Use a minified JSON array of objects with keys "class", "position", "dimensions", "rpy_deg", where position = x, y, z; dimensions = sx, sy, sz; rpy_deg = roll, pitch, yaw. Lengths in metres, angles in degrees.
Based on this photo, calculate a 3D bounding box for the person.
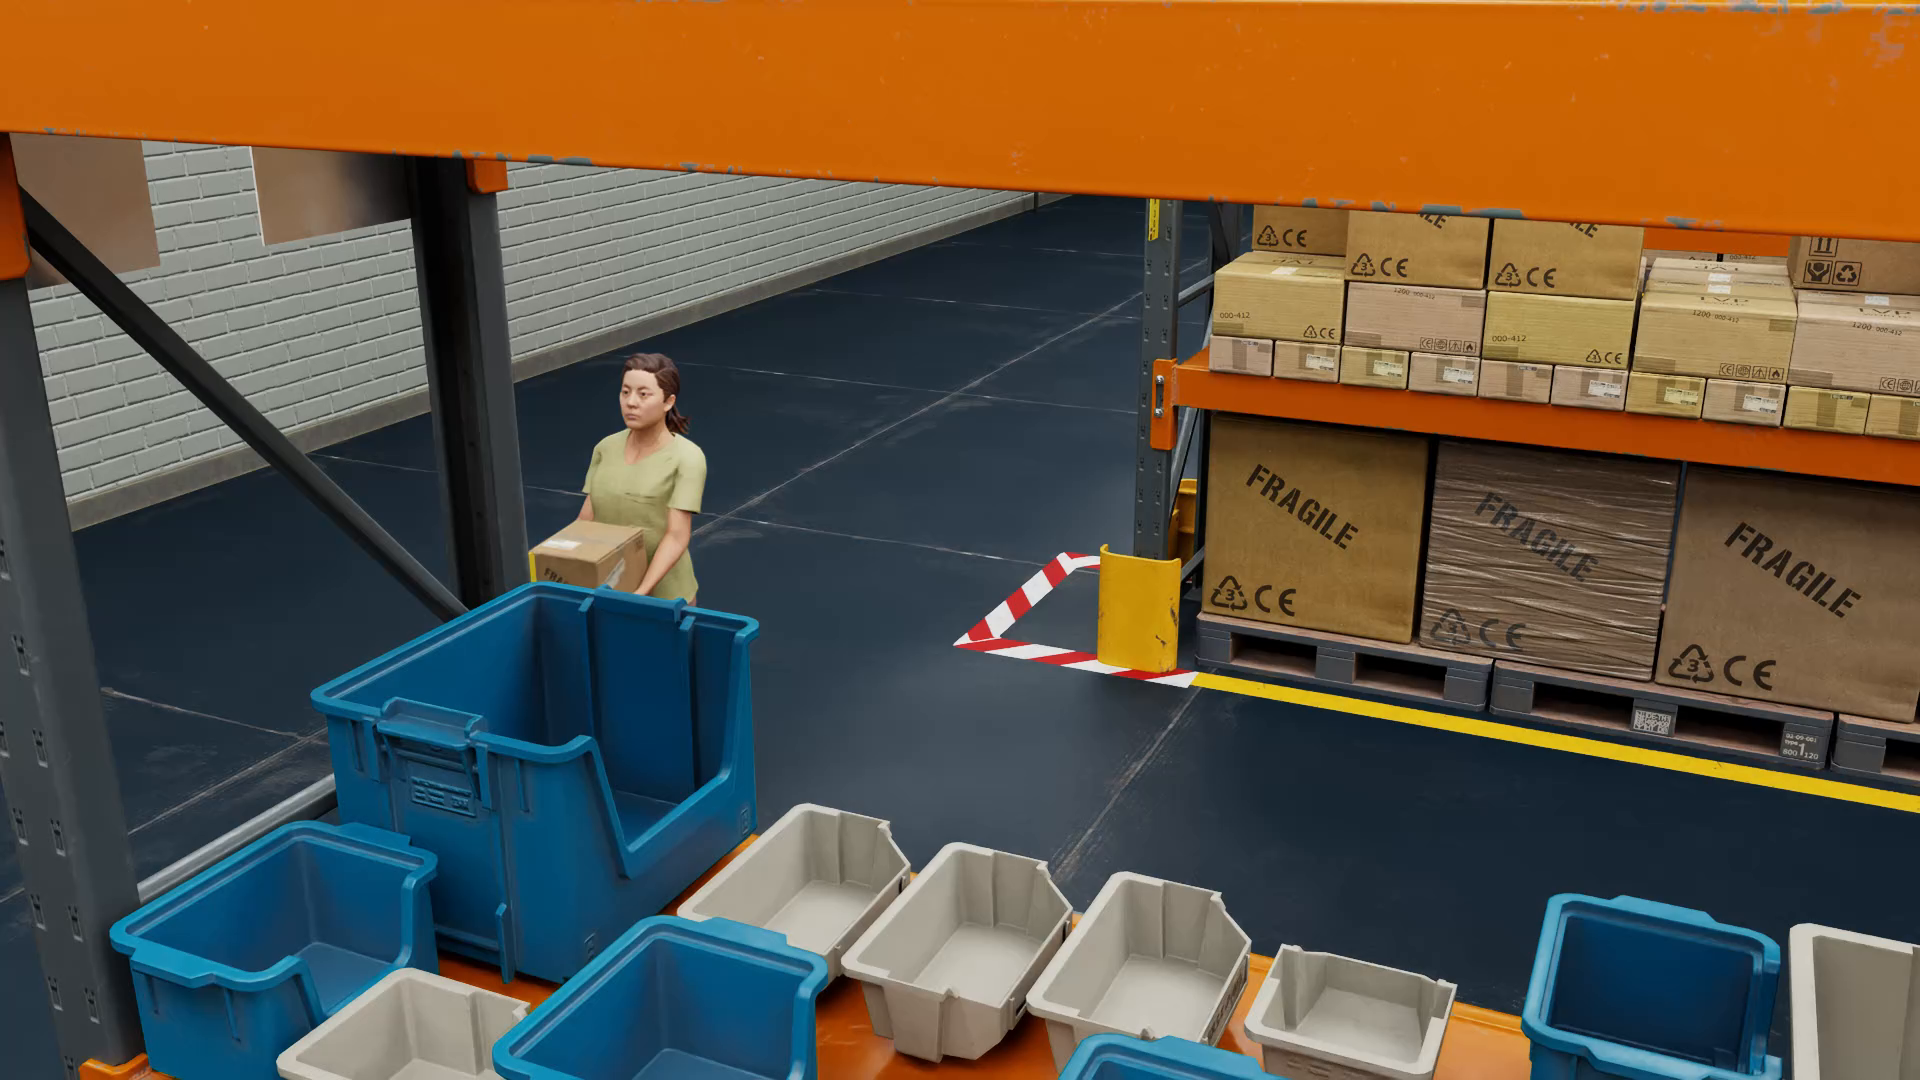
[{"class":"person","position":[-1.054,0.231,5.416],"dimensions":[0.428,1.663,0.551],"rpy_deg":[8,21,23]}]
